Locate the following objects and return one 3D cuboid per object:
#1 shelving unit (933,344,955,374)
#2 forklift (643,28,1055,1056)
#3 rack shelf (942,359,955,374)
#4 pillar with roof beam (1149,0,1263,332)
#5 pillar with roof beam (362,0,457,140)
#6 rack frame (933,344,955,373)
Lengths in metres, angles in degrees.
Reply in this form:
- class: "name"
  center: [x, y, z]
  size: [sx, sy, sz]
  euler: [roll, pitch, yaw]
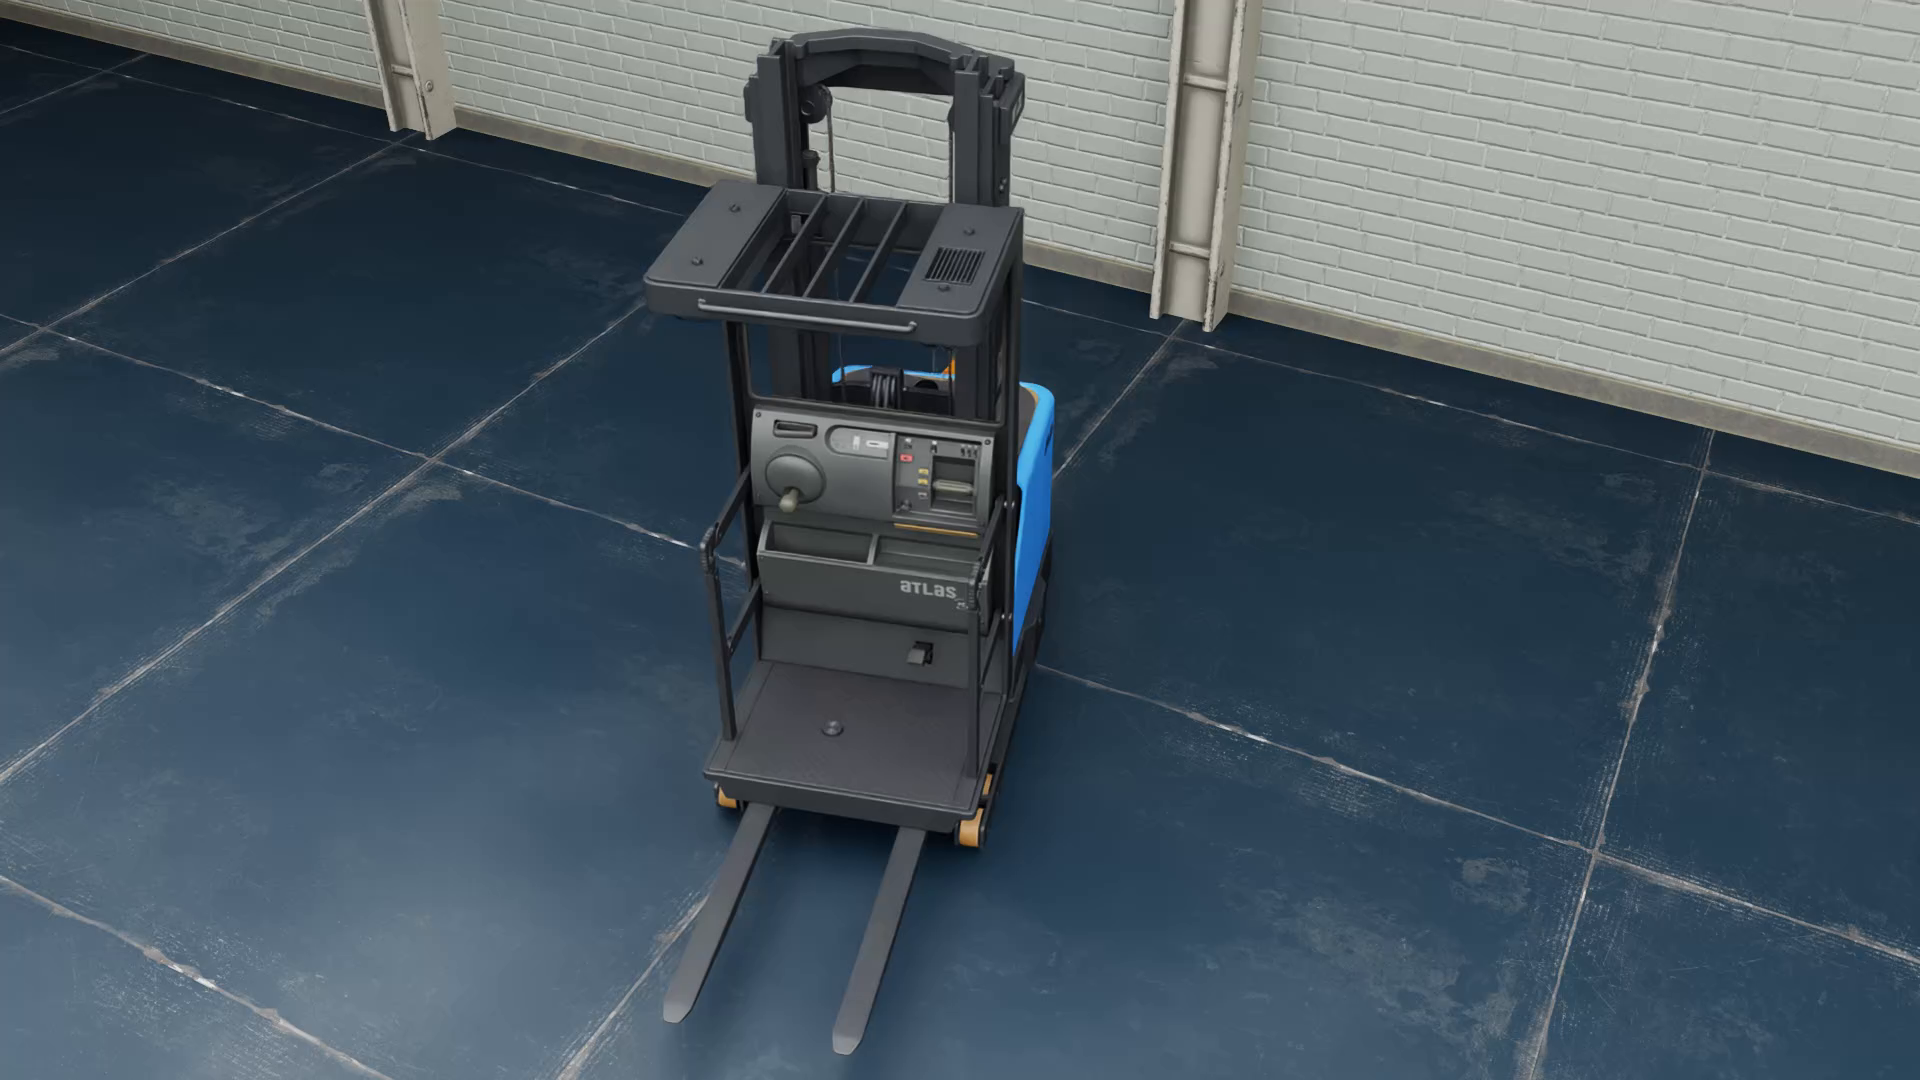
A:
- class: "shelving unit"
  center: [0.014, -0.490, 7.904]
  size: [0.189, 1.200, 0.258]
  euler: [16, 40, 20]
- class: "forklift"
  center: [-0.377, -0.193, 6.080]
  size: [1.130, 2.935, 3.031]
  euler: [7, 38, 10]
- class: "rack shelf"
  center: [0.014, -0.742, 7.713]
  size: [0.180, 0.103, 0.258]
  euler: [16, 40, 20]
- class: "pillar with roof beam"
  center: [-0.594, -2.643, 4.290]
  size: [0.400, 9.000, 9.100]
  euler: [17, 41, 21]
- class: "pillar with roof beam"
  center: [-5.922, -4.312, 6.487]
  size: [0.400, 9.000, 9.100]
  euler: [17, 41, 21]
- class: "rack frame"
  center: [-0.069, -0.514, 7.935]
  size: [0.006, 1.200, 0.240]
  euler: [16, 40, 20]
